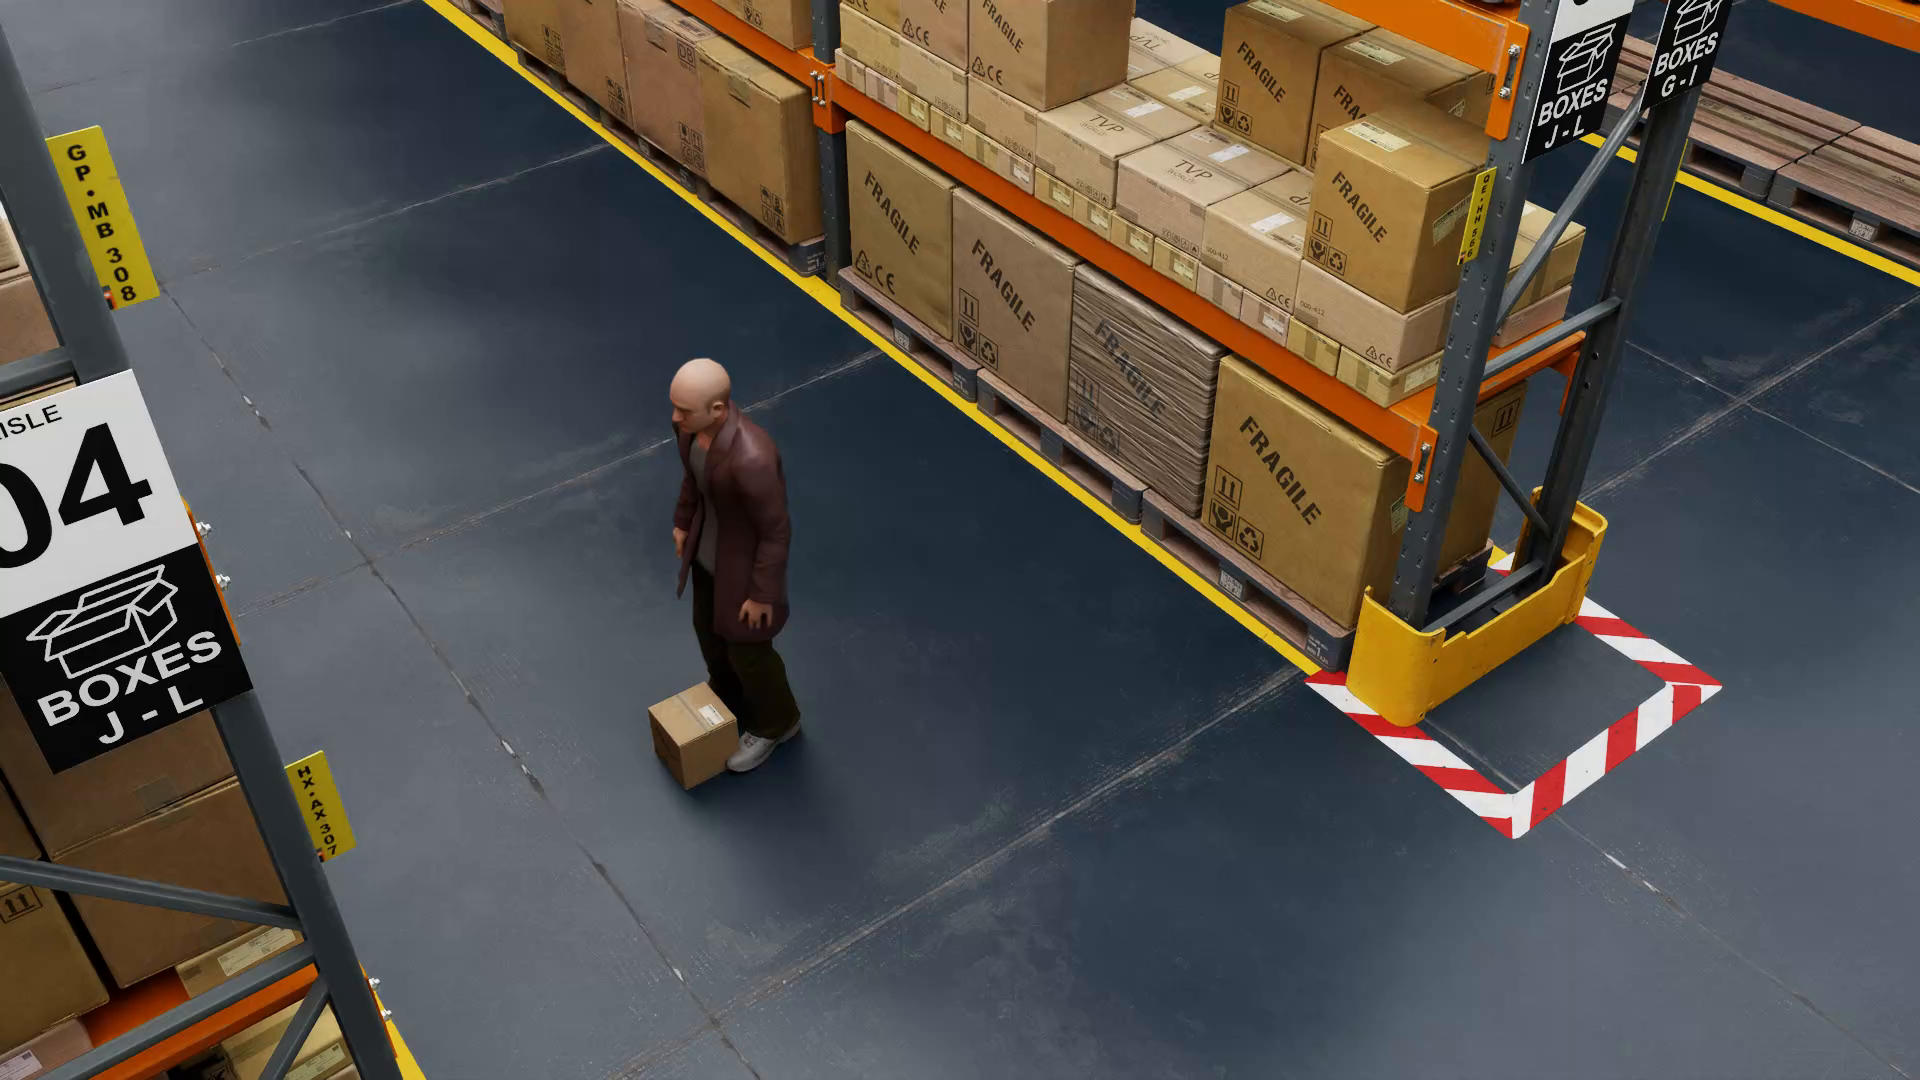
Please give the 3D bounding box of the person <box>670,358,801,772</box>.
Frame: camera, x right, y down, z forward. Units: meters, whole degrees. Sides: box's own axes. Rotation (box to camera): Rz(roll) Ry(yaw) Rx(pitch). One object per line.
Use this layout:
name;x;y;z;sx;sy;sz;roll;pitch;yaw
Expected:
person;-0.838;0.071;6.082;0.423;1.774;0.643;-26;46;-28
